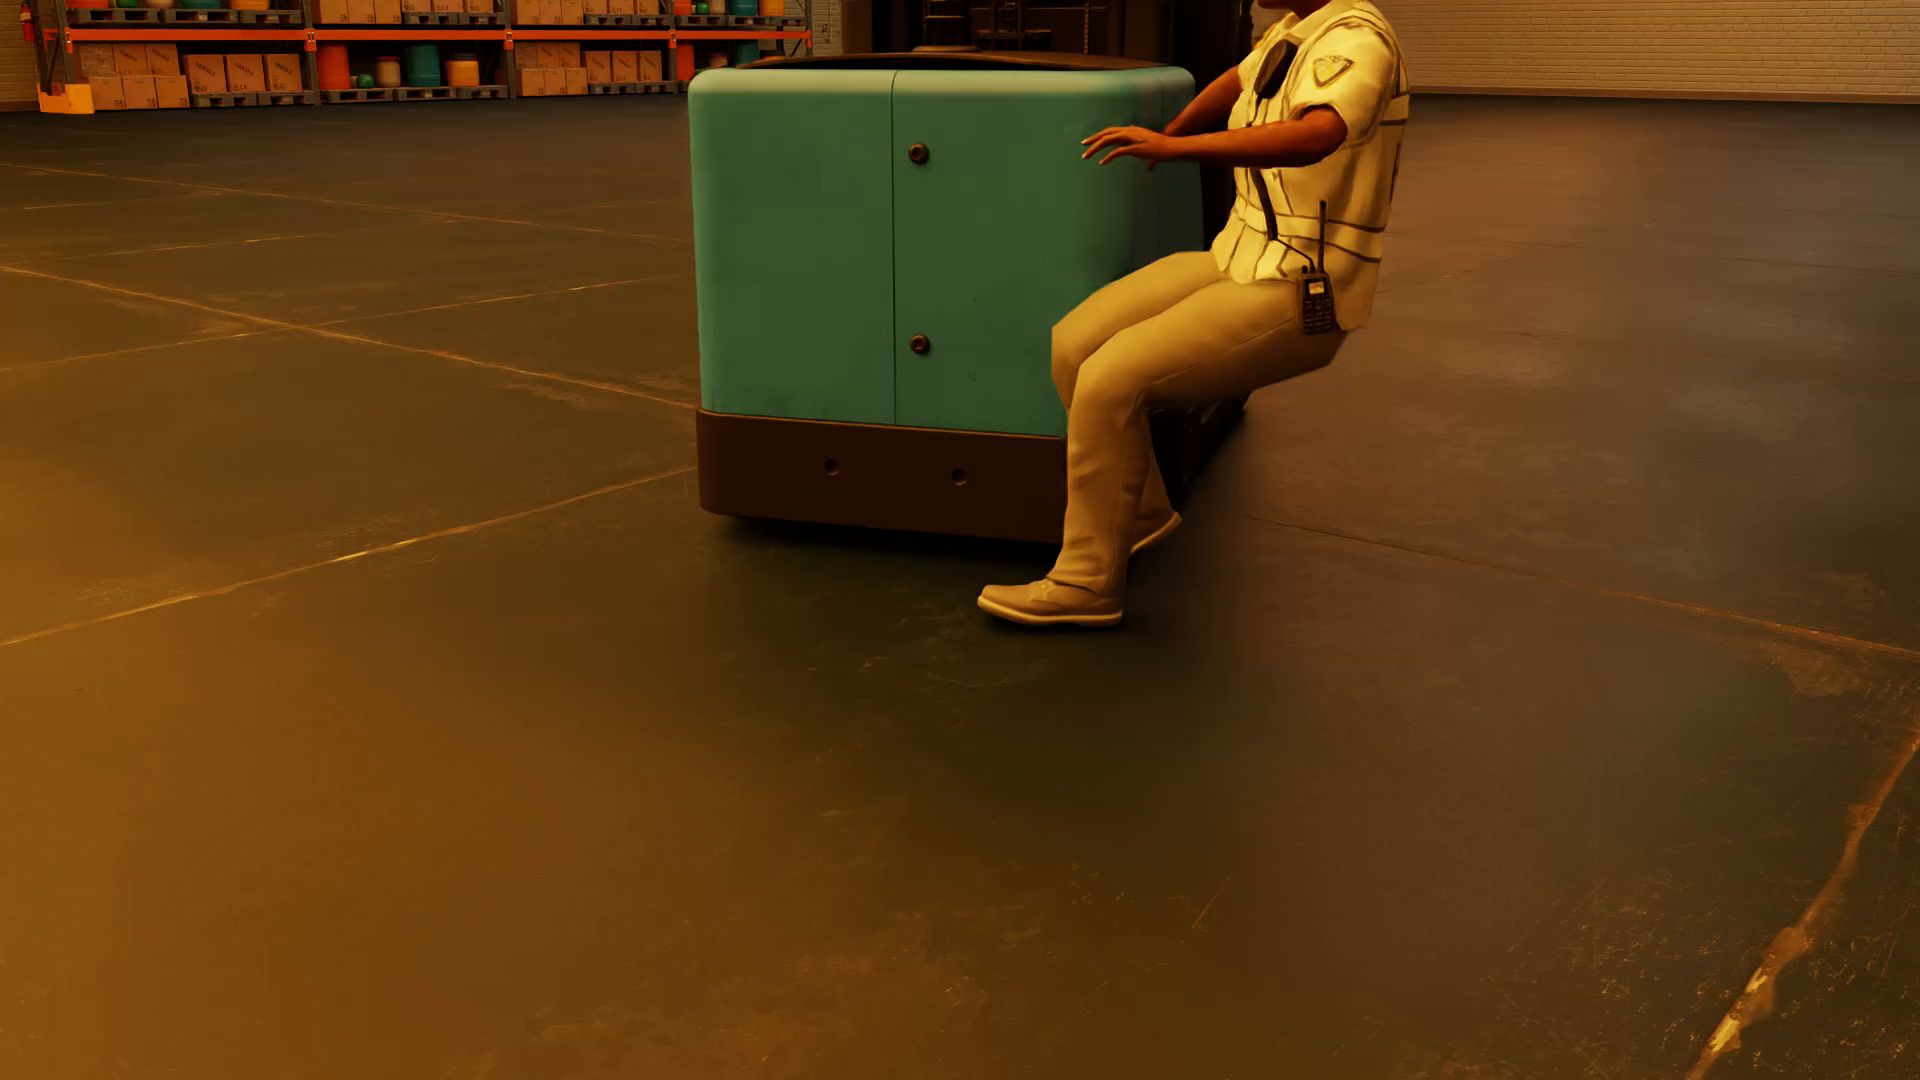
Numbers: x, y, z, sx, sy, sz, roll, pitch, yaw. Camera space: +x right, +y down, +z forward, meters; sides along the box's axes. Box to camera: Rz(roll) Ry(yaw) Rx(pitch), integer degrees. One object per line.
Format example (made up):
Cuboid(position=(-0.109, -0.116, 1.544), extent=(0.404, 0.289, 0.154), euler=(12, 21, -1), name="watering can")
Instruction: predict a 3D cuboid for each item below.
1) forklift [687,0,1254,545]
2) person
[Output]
Cuboid(position=(0.297, -1.776, 4.746), extent=(1.130, 2.935, 3.031), euler=(5, 18, 16), name="forklift")
Cuboid(position=(0.430, -0.560, 3.287), extent=(0.822, 1.440, 0.886), euler=(-4, 17, -14), name="person")
